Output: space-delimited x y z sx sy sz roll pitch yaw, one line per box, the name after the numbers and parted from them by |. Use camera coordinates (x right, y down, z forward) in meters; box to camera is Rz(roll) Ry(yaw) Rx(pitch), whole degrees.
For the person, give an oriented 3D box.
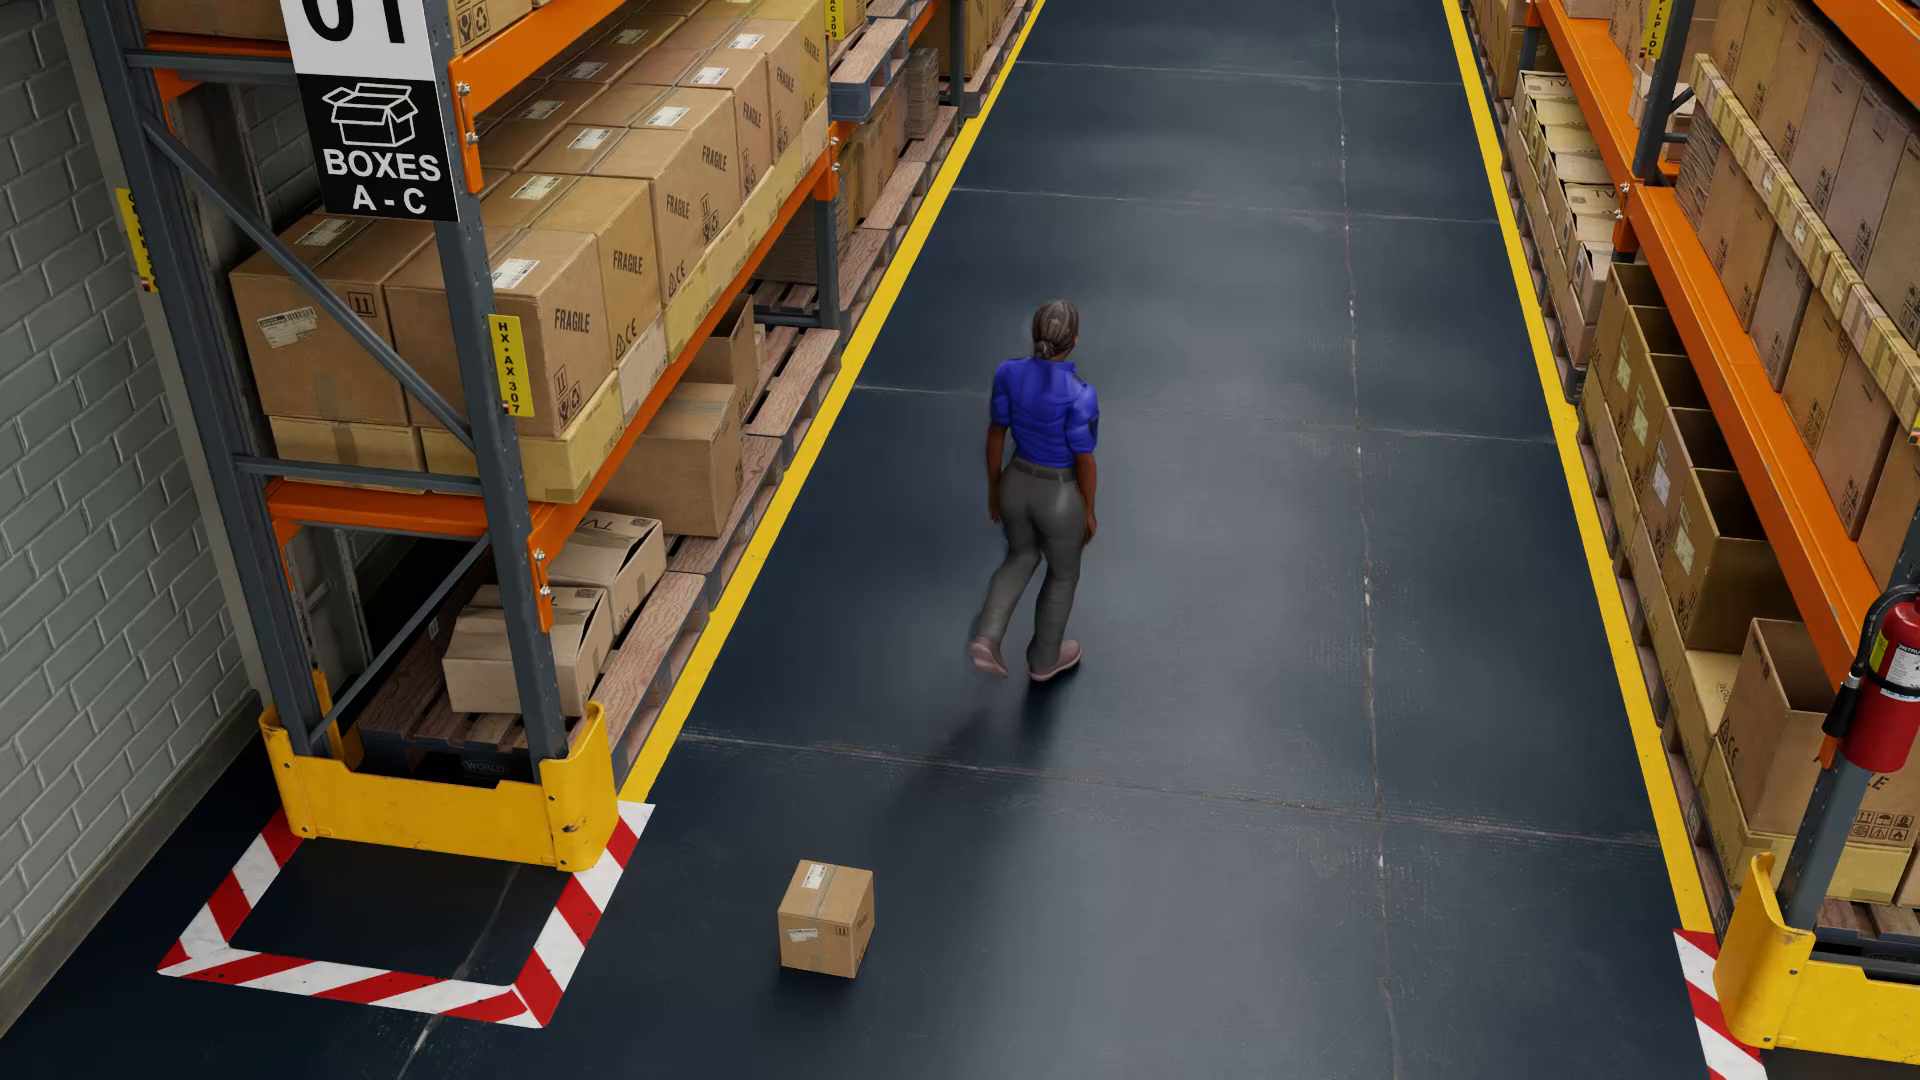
0.282 -0.137 6.315 0.455 1.642 0.545 21 38 29 | person
